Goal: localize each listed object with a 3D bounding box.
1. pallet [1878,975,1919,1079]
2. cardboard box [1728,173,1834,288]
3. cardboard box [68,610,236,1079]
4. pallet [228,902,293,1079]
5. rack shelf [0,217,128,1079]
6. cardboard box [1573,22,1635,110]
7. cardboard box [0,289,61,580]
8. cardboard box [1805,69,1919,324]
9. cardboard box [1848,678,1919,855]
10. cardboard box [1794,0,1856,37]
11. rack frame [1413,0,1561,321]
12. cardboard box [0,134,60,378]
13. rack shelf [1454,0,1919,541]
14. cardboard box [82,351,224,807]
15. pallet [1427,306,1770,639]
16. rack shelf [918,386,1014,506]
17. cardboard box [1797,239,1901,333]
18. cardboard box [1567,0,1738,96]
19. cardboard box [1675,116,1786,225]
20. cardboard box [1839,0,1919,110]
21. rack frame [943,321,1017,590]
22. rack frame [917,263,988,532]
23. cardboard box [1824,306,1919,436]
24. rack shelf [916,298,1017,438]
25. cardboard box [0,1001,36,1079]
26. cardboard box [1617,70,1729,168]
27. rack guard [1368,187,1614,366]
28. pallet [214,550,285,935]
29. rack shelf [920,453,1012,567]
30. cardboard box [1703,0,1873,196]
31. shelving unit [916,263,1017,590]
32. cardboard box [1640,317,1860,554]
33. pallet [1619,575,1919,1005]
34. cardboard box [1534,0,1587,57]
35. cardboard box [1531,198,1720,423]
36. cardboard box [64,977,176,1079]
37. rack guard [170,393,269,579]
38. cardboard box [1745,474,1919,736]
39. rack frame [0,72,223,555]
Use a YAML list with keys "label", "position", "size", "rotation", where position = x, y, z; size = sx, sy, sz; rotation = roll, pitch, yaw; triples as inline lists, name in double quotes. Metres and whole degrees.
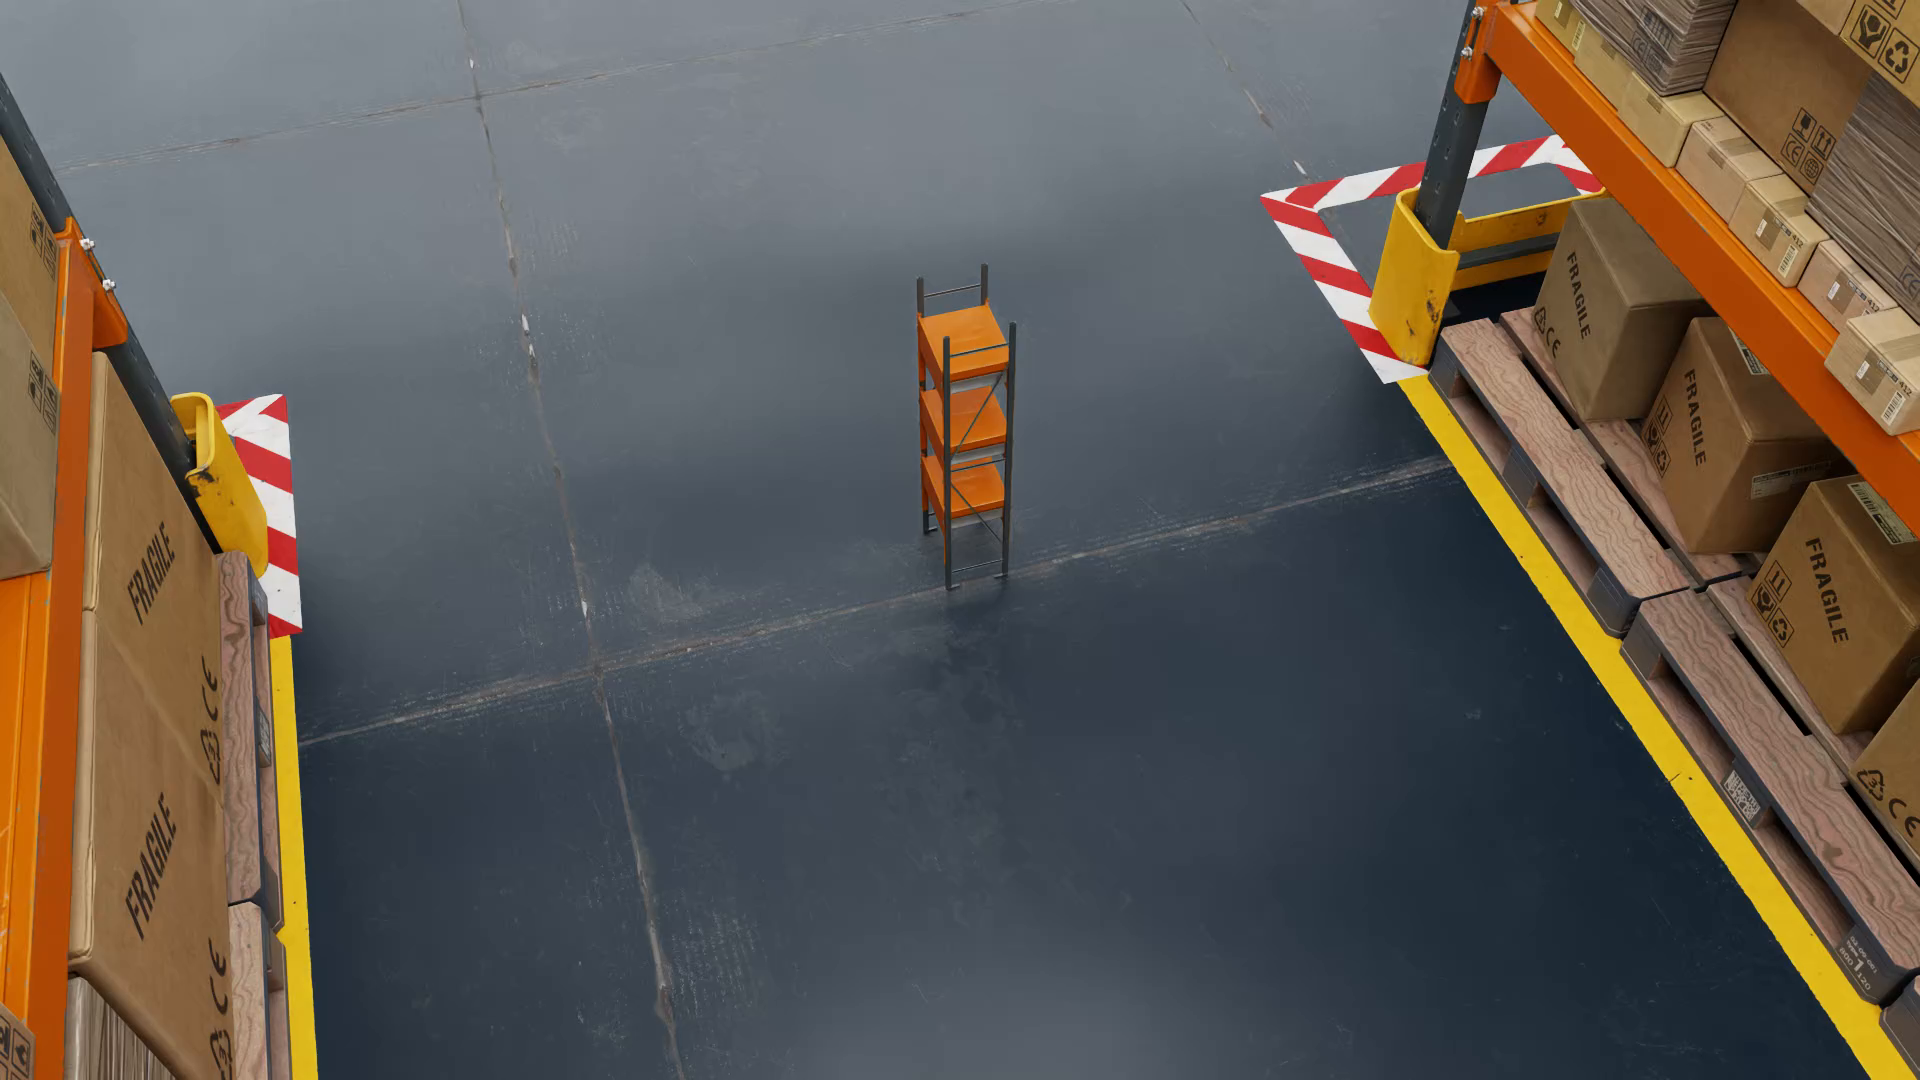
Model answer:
- label: "pallet"
  position: [2.978, 1.467, 3.875]
  size: [1.003, 0.211, 1.213]
  rotation: [-13, 51, -11]
- label: "cardboard box"
  position: [2.160, -0.792, 4.120]
  size: [0.380, 0.149, 0.250]
  rotation: [-13, 51, -11]
- label: "cardboard box"
  position: [-2.215, 0.849, 3.687]
  size: [0.875, 0.875, 0.875]
  rotation: [-14, 51, -12]
- label: "pallet"
  position: [-2.073, 1.532, 3.821]
  size: [1.003, 0.211, 1.213]
  rotation: [-13, 51, -11]
- label: "rack shelf"
  position: [-2.150, 0.870, 3.025]
  size: [1.077, 0.370, 4.000]
  rotation: [-13, 51, -11]
- label: "cardboard box"
  position: [1.939, -1.340, 4.582]
  size: [0.380, 0.149, 0.250]
  rotation: [-13, 51, -11]
- label: "cardboard box"
  position: [-2.404, -0.214, 3.370]
  size: [0.875, 0.550, 0.550]
  rotation: [-13, 51, -11]
- label: "cardboard box"
  position: [2.533, -0.878, 3.768]
  size: [0.875, 0.500, 0.500]
  rotation: [-13, 51, -11]
- label: "cardboard box"
  position: [2.695, 0.568, 4.170]
  size: [0.500, 0.500, 0.500]
  rotation: [-17, 52, -14]
- label: "cardboard box"
  position: [2.071, -1.491, 3.631]
  size: [0.500, 0.500, 0.500]
  rotation: [-13, 51, -11]
- label: "rack frame"
  position: [2.027, -1.870, 4.865]
  size: [1.000, 3.000, 0.127]
  rotation: [-13, 51, -11]
- label: "cardboard box"
  position: [-2.588, -0.610, 3.705]
  size: [0.875, 0.550, 0.550]
  rotation: [-13, 51, -11]
- label: "rack shelf"
  position: [2.619, -0.178, 3.909]
  size: [1.077, 0.370, 4.000]
  rotation: [-13, 51, -11]
- label: "cardboard box"
  position: [-2.477, 0.207, 4.229]
  size: [0.875, 0.875, 0.875]
  rotation: [-13, 51, -11]
- label: "pallet"
  position: [2.256, -0.315, 5.377]
  size: [1.003, 0.211, 1.213]
  rotation: [-13, 51, -11]
- label: "rack shelf"
  position: [0.016, -0.292, 4.824]
  size: [0.215, 0.259, 0.240]
  rotation: [-13, 51, -11]
- label: "cardboard box"
  position: [2.260, -0.616, 3.972]
  size: [0.380, 0.149, 0.250]
  rotation: [-13, 51, -11]
- label: "cardboard box"
  position: [2.163, -1.591, 4.369]
  size: [0.875, 0.500, 0.500]
  rotation: [-13, 51, -11]
- label: "cardboard box"
  position: [2.093, -0.977, 4.276]
  size: [0.380, 0.149, 0.250]
  rotation: [-13, 51, -11]
- label: "cardboard box"
  position: [2.220, -1.126, 3.323]
  size: [0.500, 0.500, 0.500]
  rotation: [-13, 51, -11]
- label: "rack frame"
  position: [0.052, -0.210, 4.741]
  size: [0.200, 1.050, 0.008]
  rotation: [-13, 51, -11]
- label: "rack frame"
  position: [-0.020, -0.388, 4.891]
  size: [0.200, 1.050, 0.008]
  rotation: [-13, 51, -11]
- label: "cardboard box"
  position: [2.235, -0.410, 3.798]
  size: [0.380, 0.149, 0.250]
  rotation: [-13, 51, -11]
- label: "rack shelf"
  position: [0.016, -0.475, 4.607]
  size: [0.215, 0.259, 0.240]
  rotation: [-13, 51, -11]
- label: "cardboard box"
  position: [-1.910, 0.966, 2.376]
  size: [0.875, 0.550, 0.550]
  rotation: [-13, 51, -11]
- label: "cardboard box"
  position: [1.999, -1.154, 4.426]
  size: [0.380, 0.149, 0.250]
  rotation: [-13, 51, -11]
- label: "rack guard"
  position: [2.050, -1.009, 5.774]
  size: [1.175, 0.500, 0.348]
  rotation: [-13, 51, -11]
- label: "pallet"
  position: [-2.430, 0.642, 4.571]
  size: [1.003, 0.211, 1.213]
  rotation: [-13, 51, -11]
- label: "rack shelf"
  position: [0.016, -0.113, 5.036]
  size: [0.215, 0.259, 0.240]
  rotation: [-13, 51, -11]
- label: "cardboard box"
  position: [2.426, -1.253, 4.084]
  size: [0.875, 0.500, 0.500]
  rotation: [-13, 51, -11]
- label: "shelving unit"
  position: [0.016, -0.299, 4.816]
  size: [0.215, 1.050, 0.252]
  rotation: [-13, 51, -11]
- label: "cardboard box"
  position: [2.405, -0.311, 4.911]
  size: [0.500, 0.500, 0.500]
  rotation: [-2, 50, -1]
- label: "pallet"
  position: [2.613, 0.575, 4.627]
  size: [1.003, 0.211, 1.213]
  rotation: [-13, 51, -11]
- label: "cardboard box"
  position: [1.884, -1.527, 4.740]
  size: [0.380, 0.149, 0.250]
  rotation: [-13, 51, -11]
- label: "cardboard box"
  position: [2.196, -0.740, 5.272]
  size: [0.500, 0.500, 0.500]
  rotation: [-5, 50, -4]
- label: "cardboard box"
  position: [-1.947, 1.515, 3.126]
  size: [0.875, 0.875, 0.875]
  rotation: [-13, 51, -11]
- label: "rack guard"
  position: [-2.748, -0.035, 4.952]
  size: [1.175, 0.500, 0.348]
  rotation: [-13, 51, -11]
- label: "cardboard box"
  position: [2.572, 0.150, 4.522]
  size: [0.500, 0.500, 0.500]
  rotation: [-9, 50, -8]
- label: "rack frame"
  position: [-2.741, -0.823, 3.982]
  size: [1.000, 3.000, 0.127]
  rotation: [-13, 51, -11]
